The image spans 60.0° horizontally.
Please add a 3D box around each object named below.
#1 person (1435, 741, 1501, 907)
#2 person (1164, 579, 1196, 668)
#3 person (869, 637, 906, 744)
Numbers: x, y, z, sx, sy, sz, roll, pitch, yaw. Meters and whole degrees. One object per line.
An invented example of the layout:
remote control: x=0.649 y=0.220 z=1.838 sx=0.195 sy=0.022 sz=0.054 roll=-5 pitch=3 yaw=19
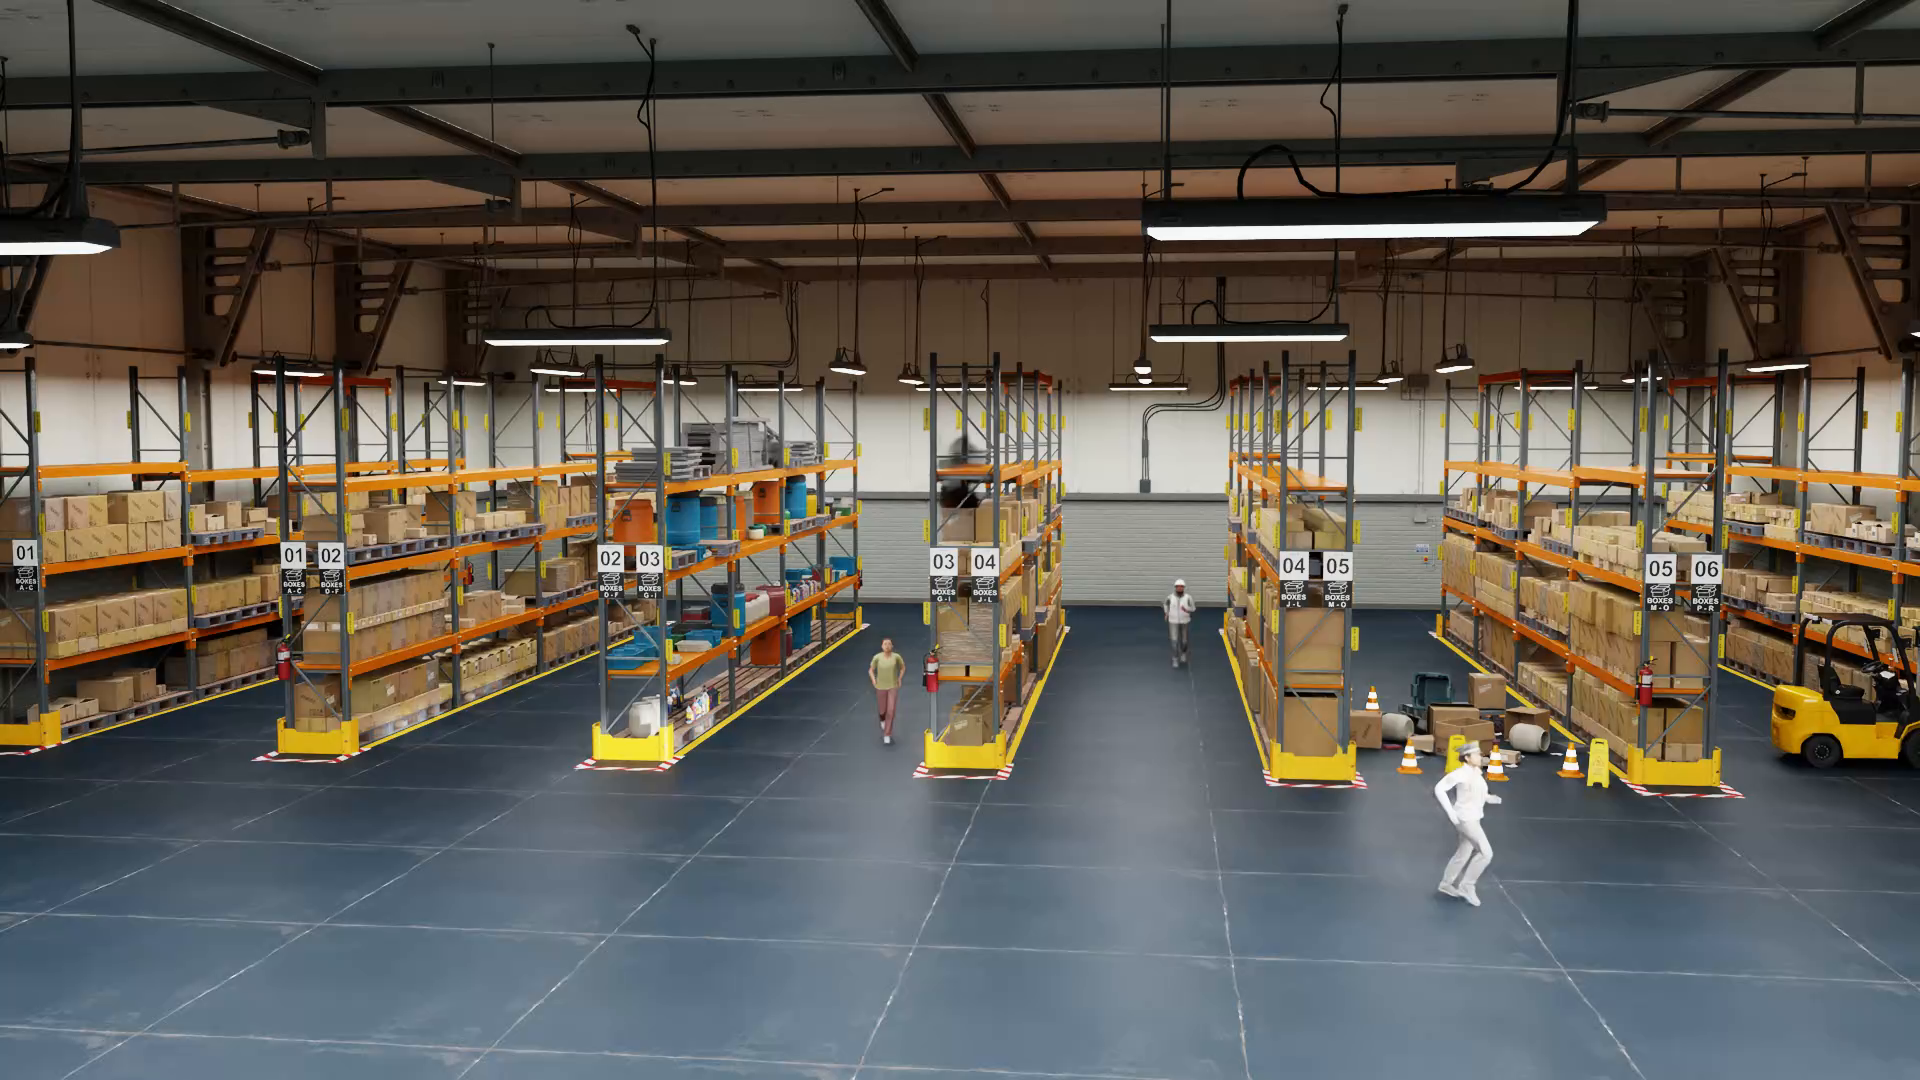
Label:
person: x=5.308 y=2.933 z=17.315 sx=0.655 sy=1.707 sz=0.591 roll=3 pitch=5 yaw=36
person: x=4.486 y=1.687 z=34.018 sx=0.655 sy=1.761 sz=0.966 roll=1 pitch=4 yaw=8
person: x=-1.143 y=2.342 z=26.224 sx=0.581 sy=1.645 sz=0.755 roll=0 pitch=4 yaw=-3
